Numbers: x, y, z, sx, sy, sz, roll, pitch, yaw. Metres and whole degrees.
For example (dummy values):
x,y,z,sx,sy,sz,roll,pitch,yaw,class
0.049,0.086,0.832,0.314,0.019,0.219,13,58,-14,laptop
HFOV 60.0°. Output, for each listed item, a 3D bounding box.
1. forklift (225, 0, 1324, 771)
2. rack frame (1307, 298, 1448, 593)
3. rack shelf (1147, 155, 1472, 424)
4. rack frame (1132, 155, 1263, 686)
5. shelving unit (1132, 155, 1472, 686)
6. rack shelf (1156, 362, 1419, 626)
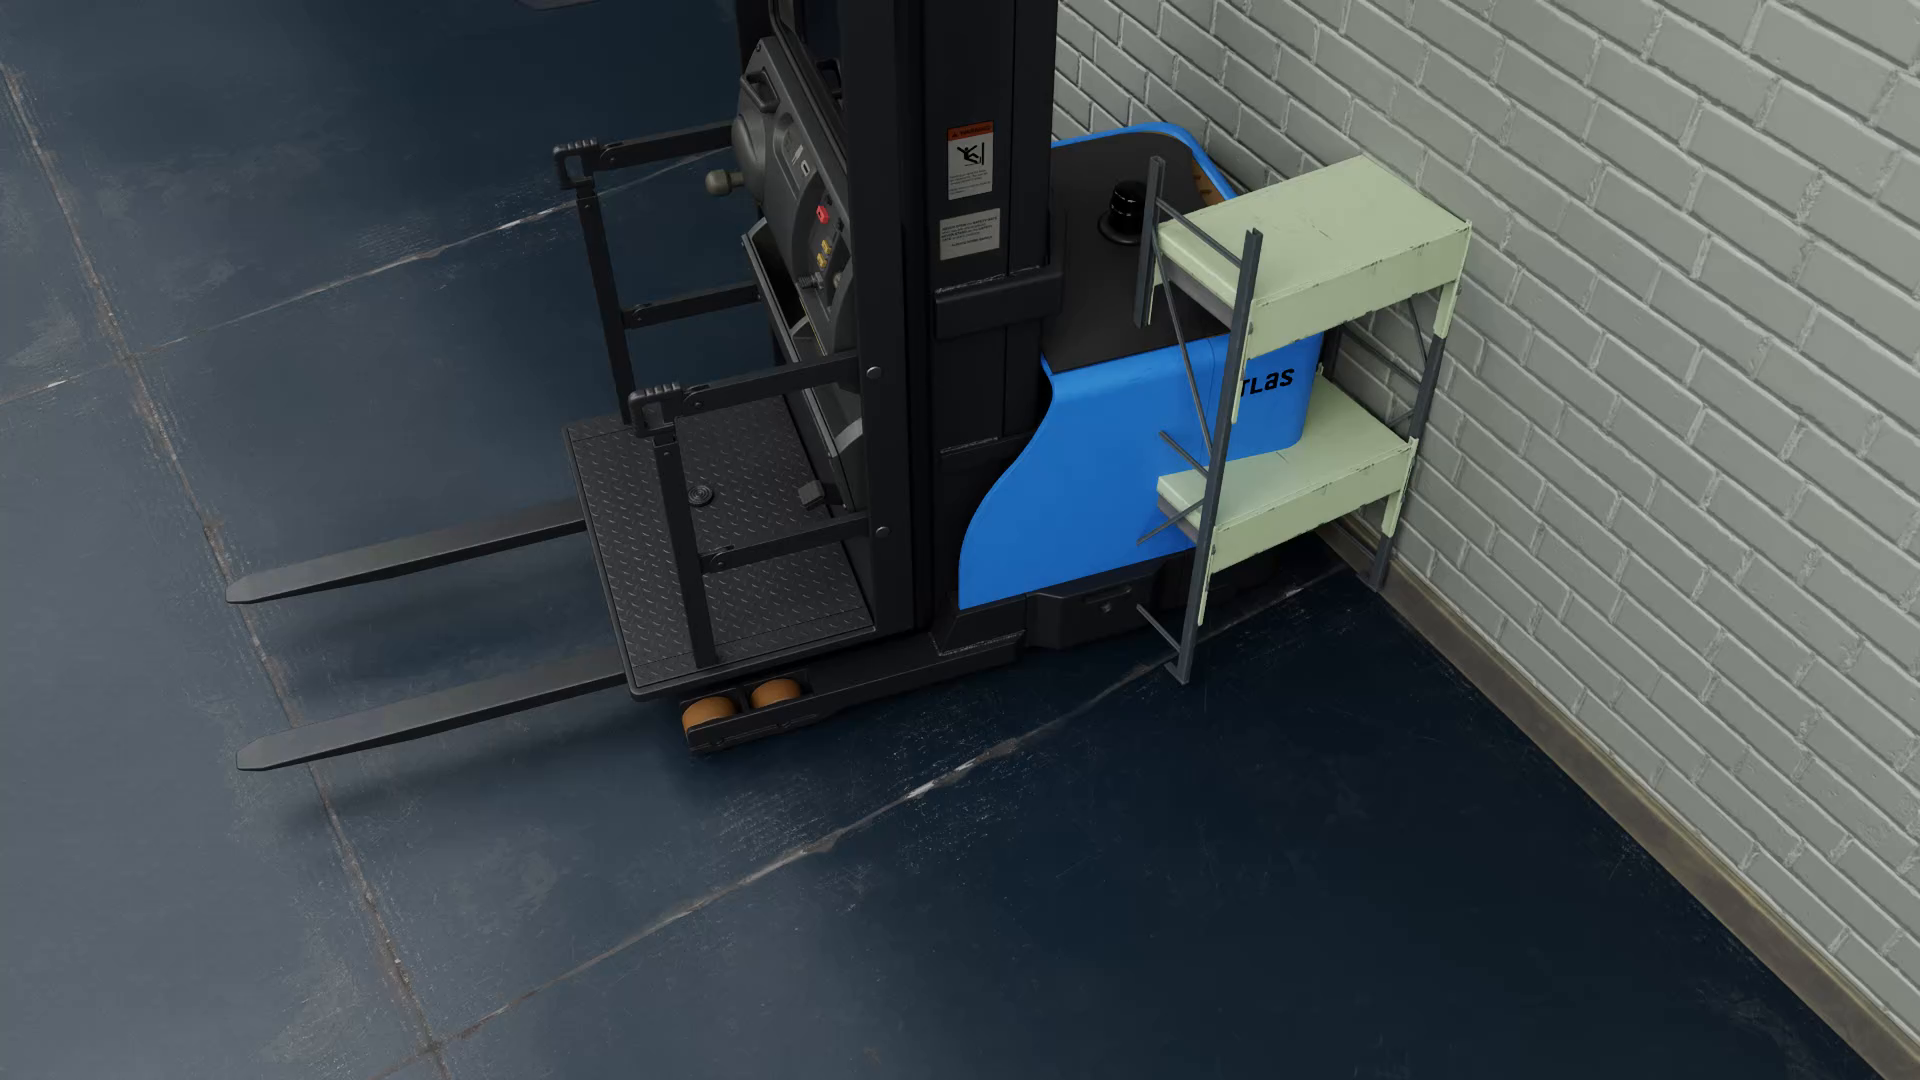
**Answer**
x,y,z,sx,sy,sz,roll,pitch,yaw,class
-0.595,-0.822,4.019,3.031,2.935,1.130,-14,50,-13,forklift
1.177,-0.507,4.656,0.023,1.500,0.400,-22,48,-23,rack frame
0.873,-0.665,4.245,0.720,0.370,0.431,-22,48,-23,rack shelf
0.554,-0.253,4.367,0.023,1.500,0.400,-22,48,-23,rack frame
0.866,-0.380,4.511,0.755,1.500,0.431,-22,48,-23,shelving unit
0.860,-0.142,4.734,0.720,0.370,0.431,-22,48,-23,rack shelf
